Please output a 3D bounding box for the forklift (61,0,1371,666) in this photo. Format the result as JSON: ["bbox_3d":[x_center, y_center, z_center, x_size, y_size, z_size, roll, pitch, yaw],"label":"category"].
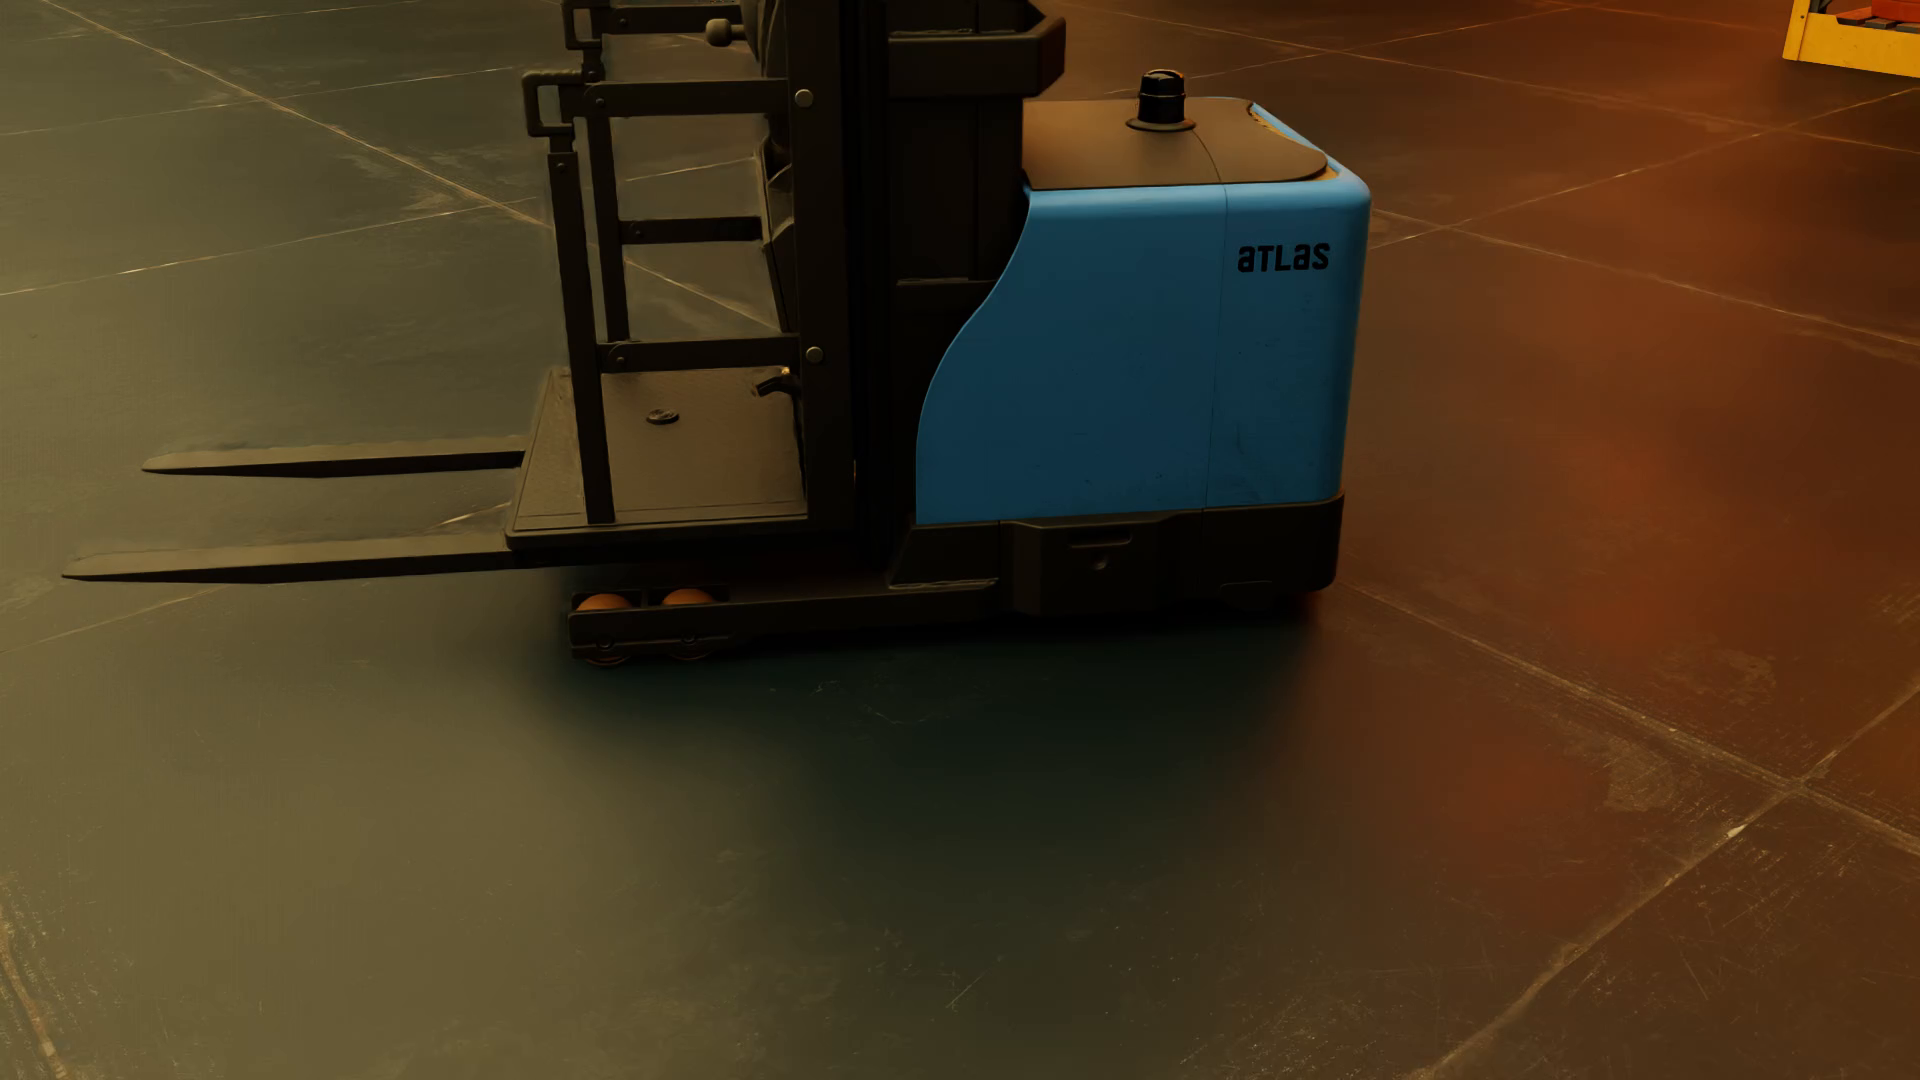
[{"bbox_3d":[-0.619,-1.267,3.758,3.031,2.935,1.130,-3,27,-7],"label":"forklift"}]
